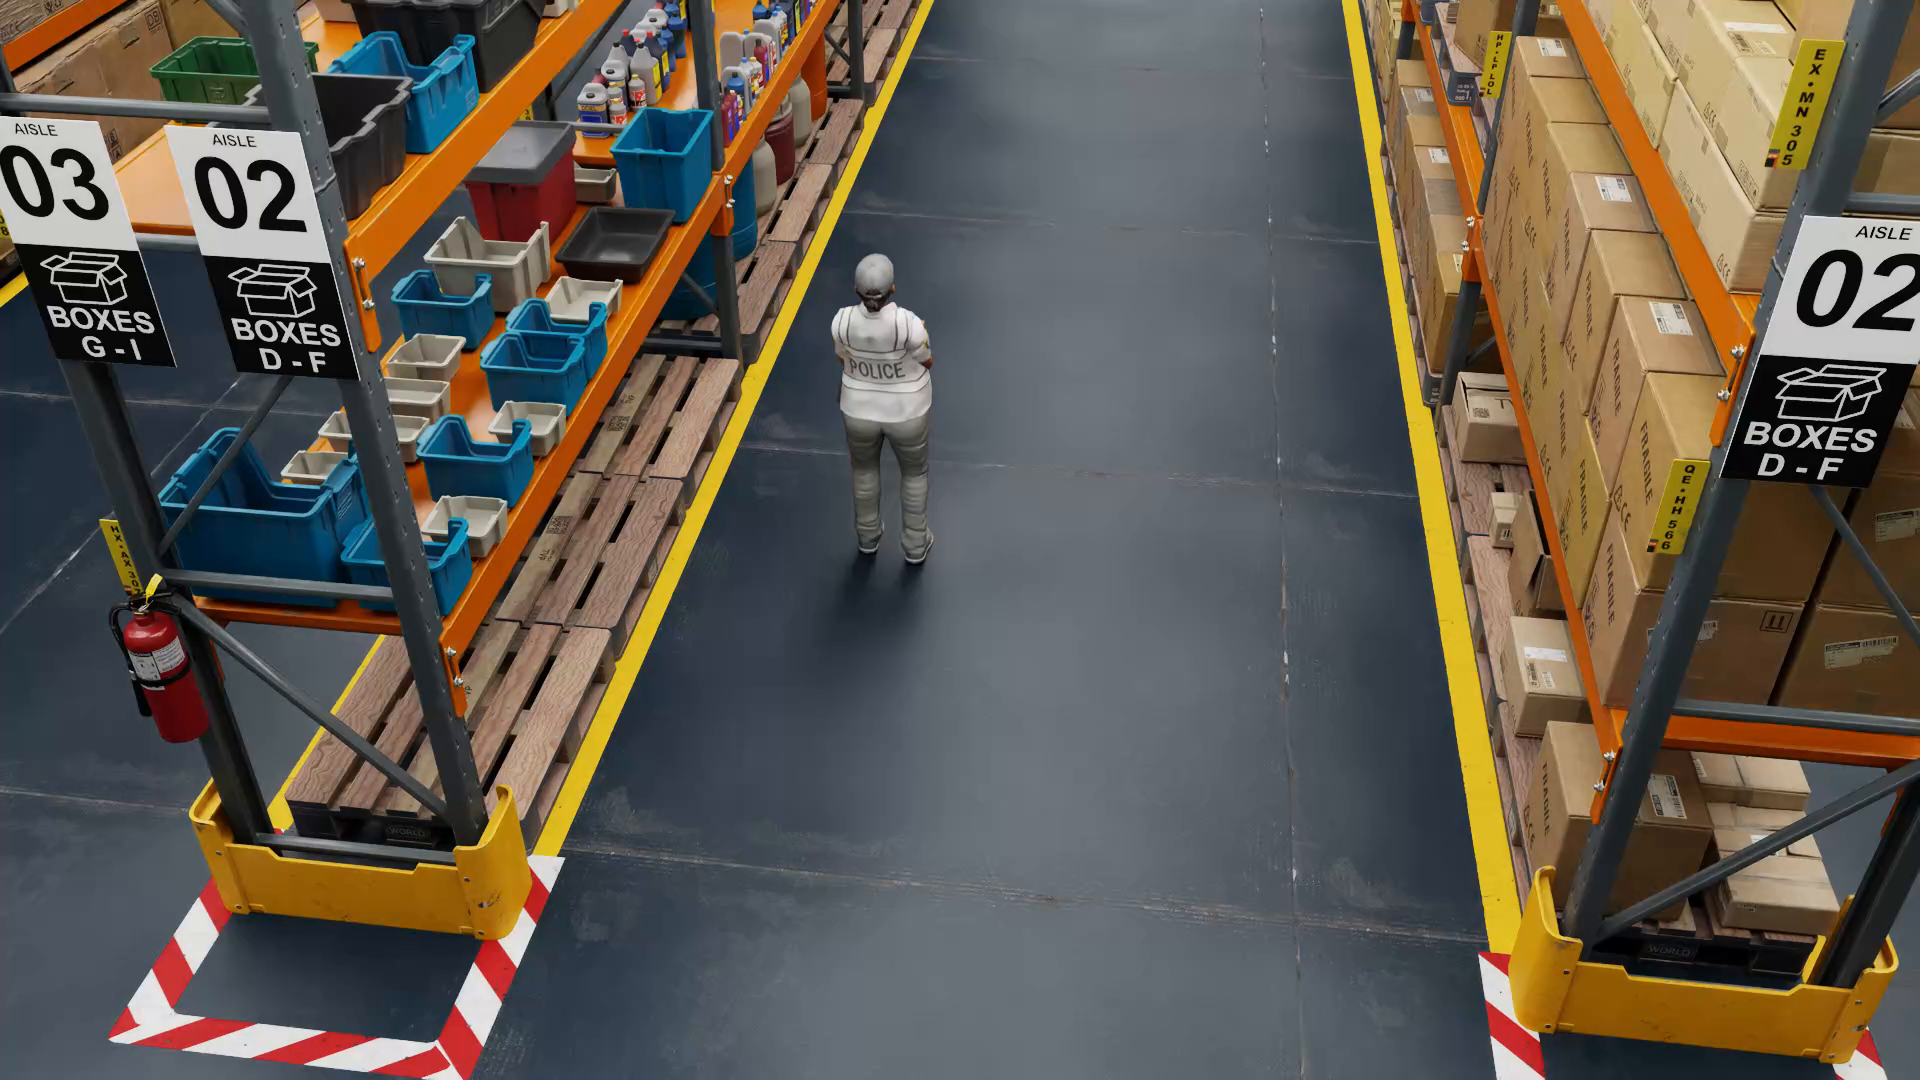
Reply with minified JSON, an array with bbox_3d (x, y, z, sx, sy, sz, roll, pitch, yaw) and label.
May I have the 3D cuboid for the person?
[{"bbox_3d":[-0.349,-0.654,7.932,0.453,1.653,0.534,5,37,6],"label":"person"}]
